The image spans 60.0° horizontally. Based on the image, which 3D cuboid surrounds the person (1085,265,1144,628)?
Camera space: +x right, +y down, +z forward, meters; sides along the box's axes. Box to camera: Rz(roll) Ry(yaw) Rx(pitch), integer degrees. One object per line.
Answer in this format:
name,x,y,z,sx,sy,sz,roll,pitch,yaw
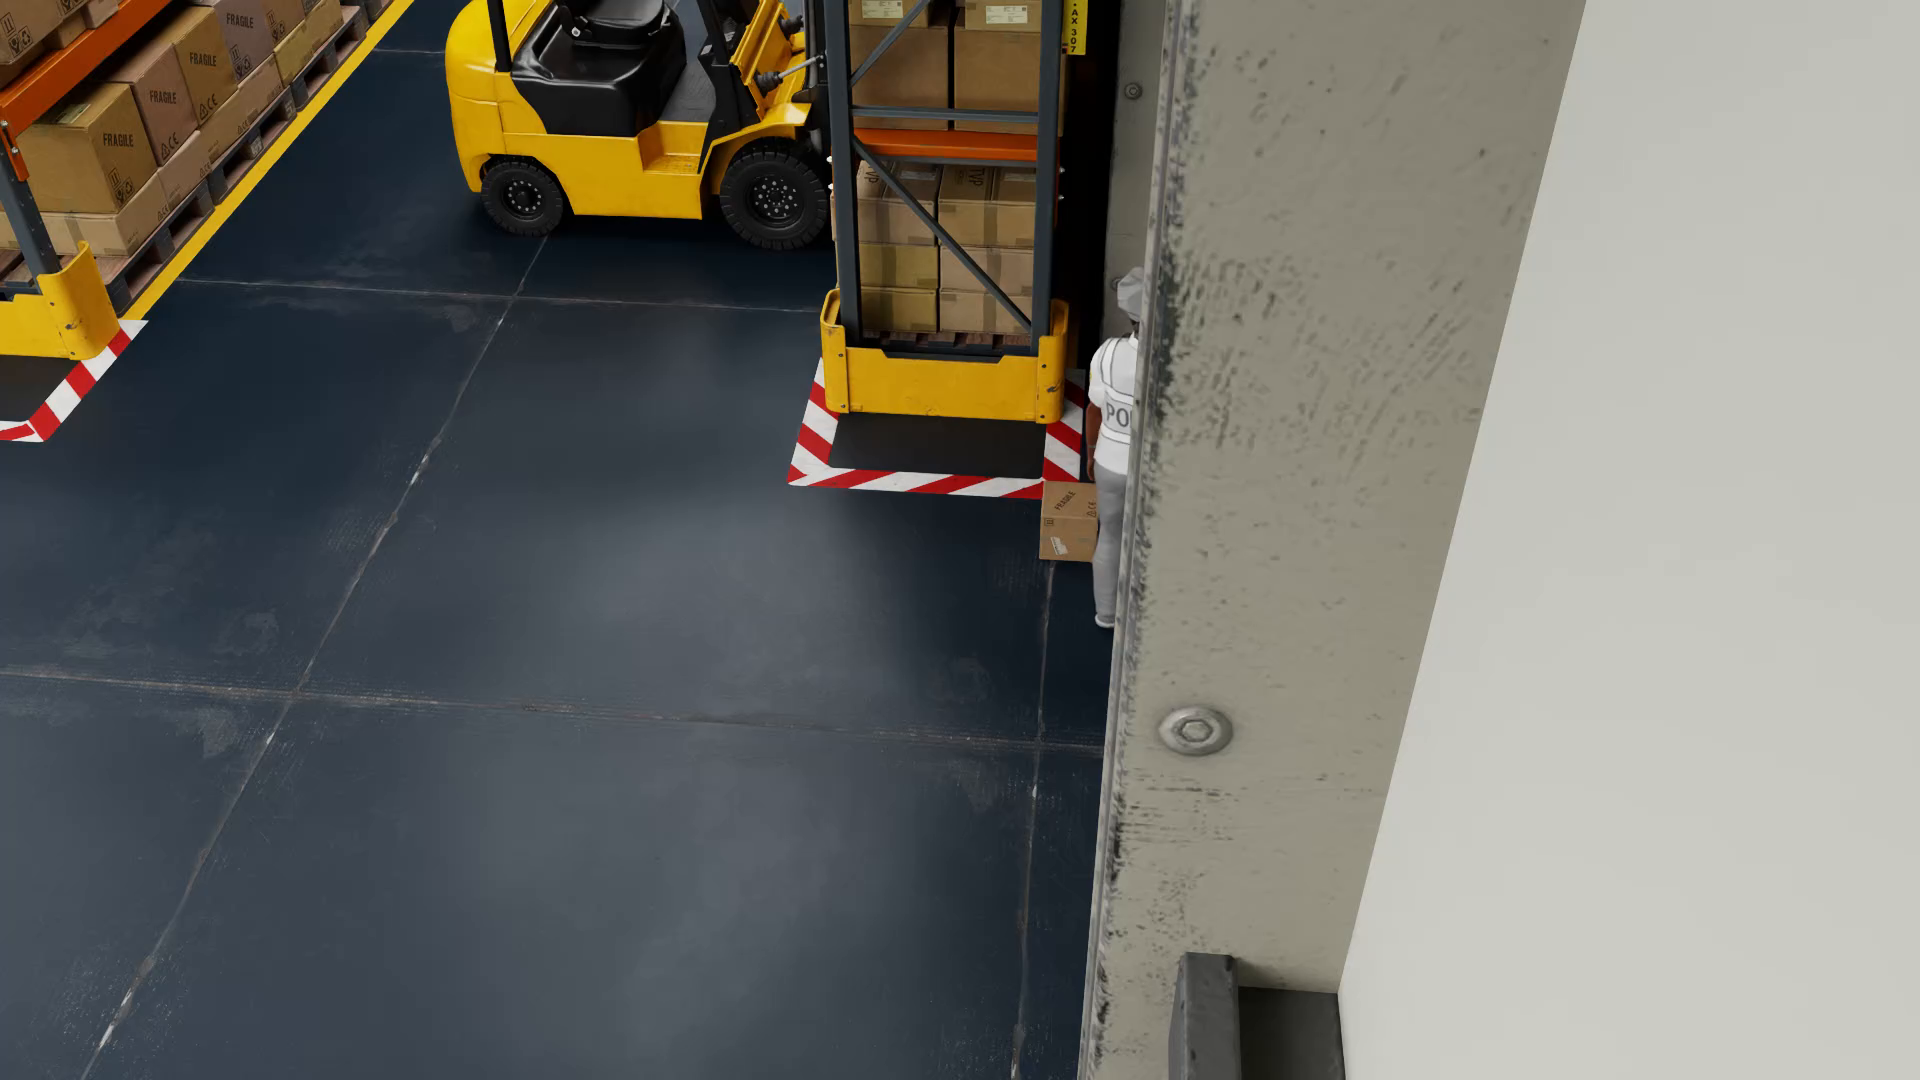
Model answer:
person,0.743,-0.317,6.511,0.506,1.700,0.436,14,42,16
